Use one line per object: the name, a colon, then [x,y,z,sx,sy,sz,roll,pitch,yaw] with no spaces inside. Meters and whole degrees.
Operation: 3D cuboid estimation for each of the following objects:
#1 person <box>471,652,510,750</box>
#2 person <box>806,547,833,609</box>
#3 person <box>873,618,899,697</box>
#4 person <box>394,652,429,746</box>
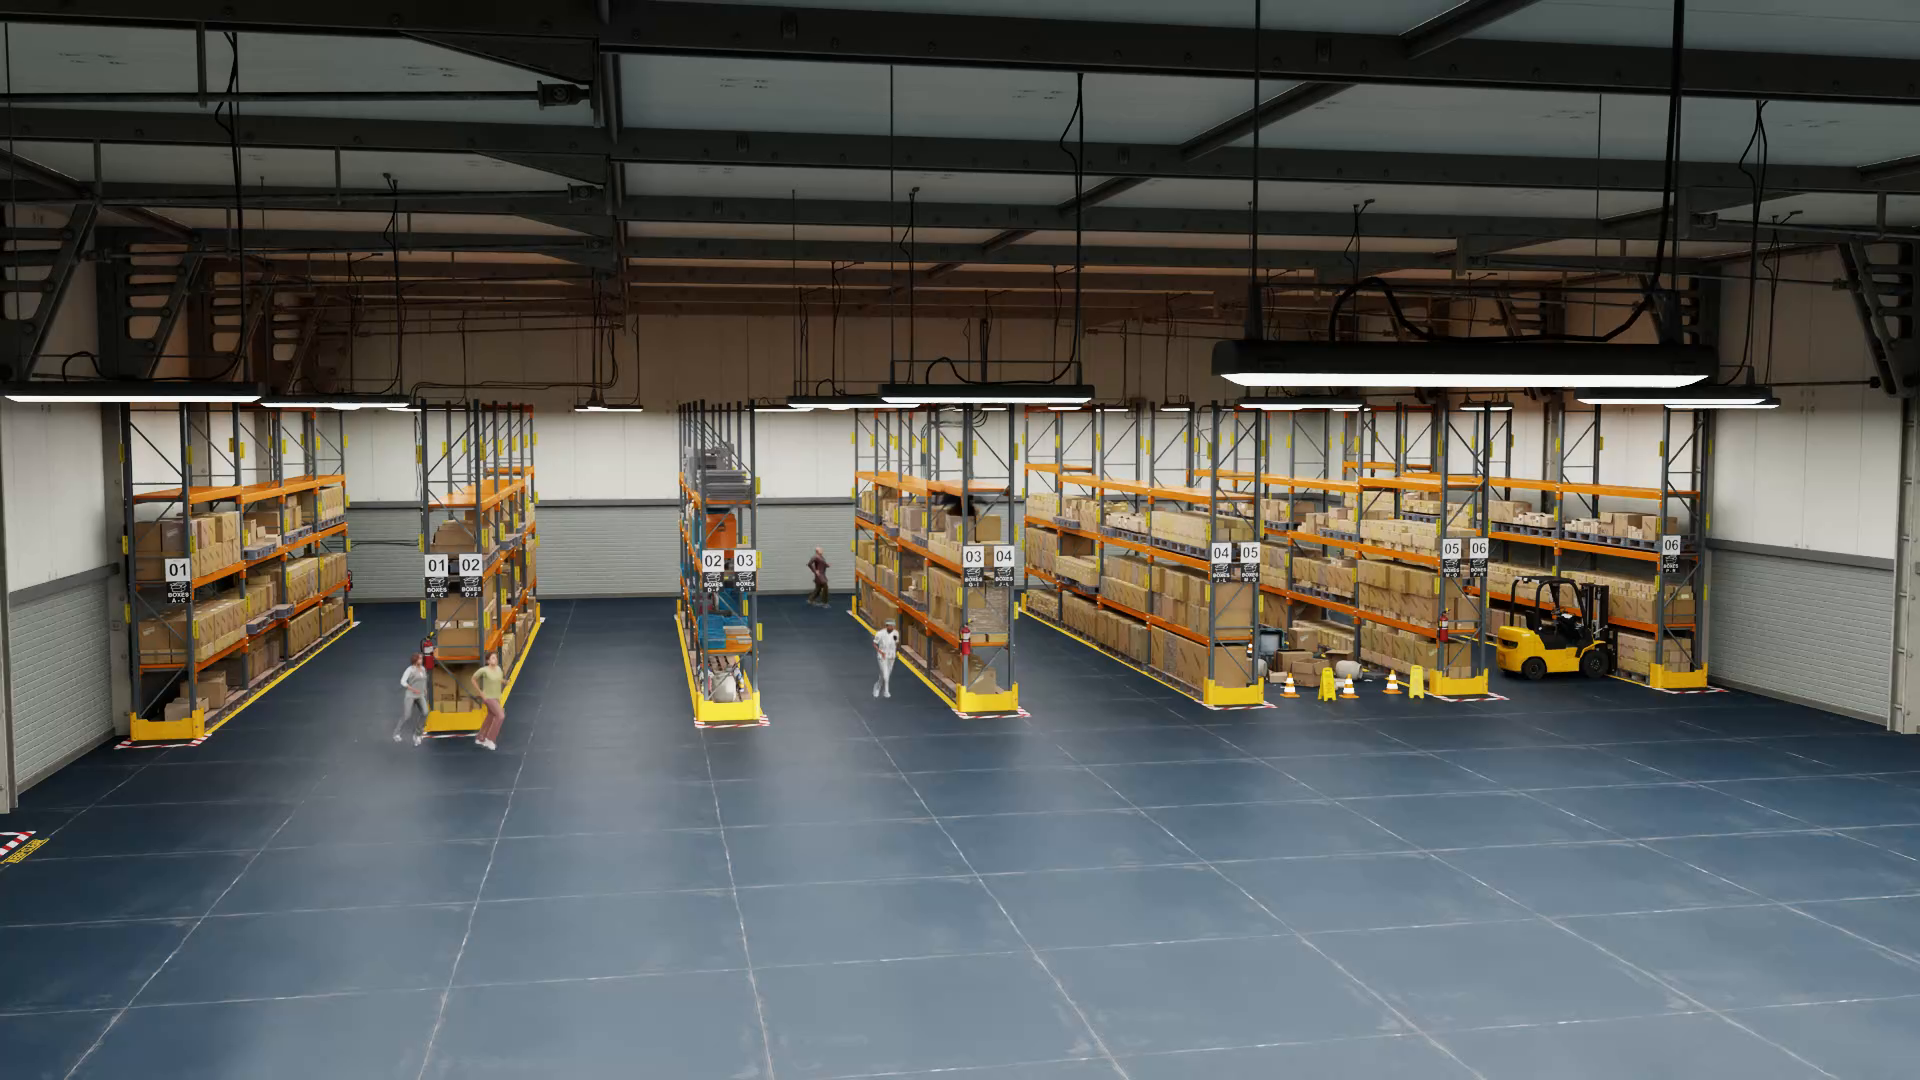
person: [-8.017,2.752,28.514,0.683,1.699,0.549,2,5,25]
person: [-4.161,1.118,49.207,0.820,1.836,0.688,1,4,7]
person: [-1.464,2.290,32.333,0.546,1.612,0.780,-2,5,-27]
person: [-9.500,2.756,28.981,0.627,1.600,0.608,3,5,35]
